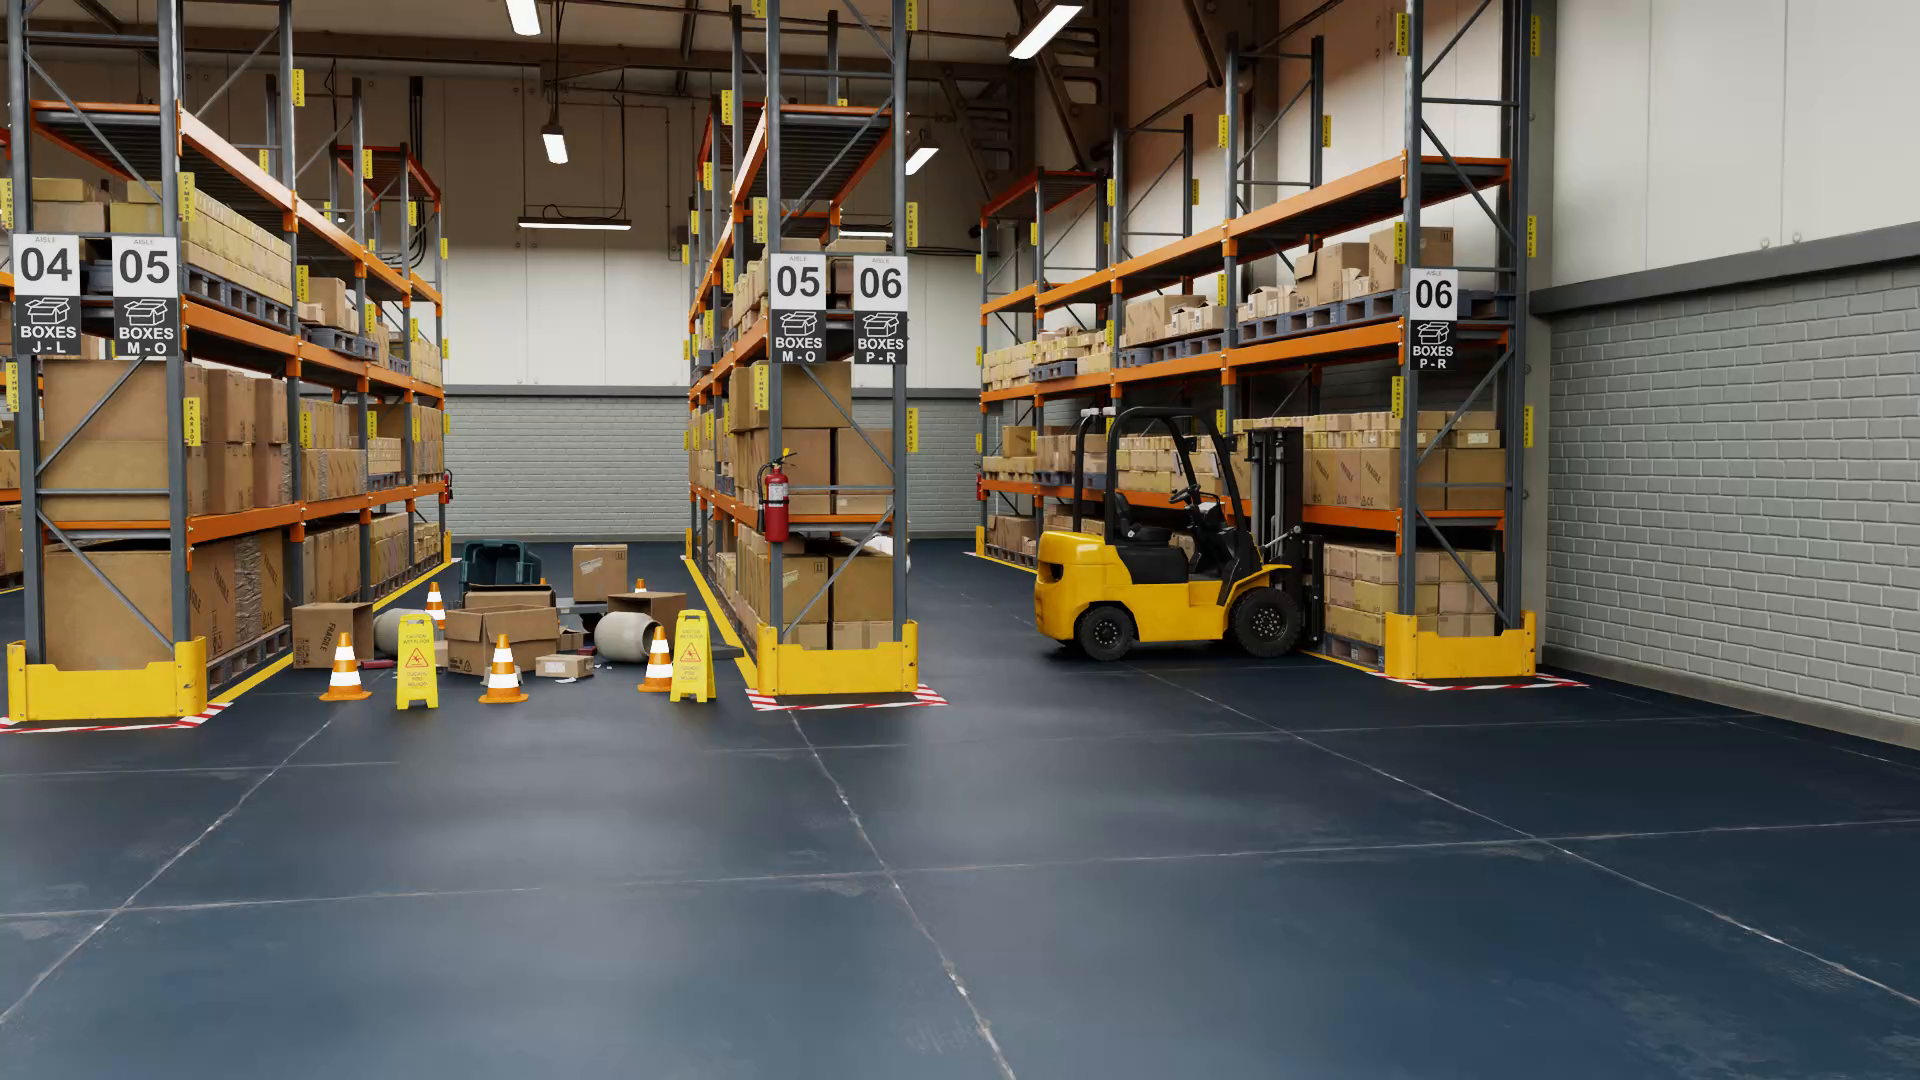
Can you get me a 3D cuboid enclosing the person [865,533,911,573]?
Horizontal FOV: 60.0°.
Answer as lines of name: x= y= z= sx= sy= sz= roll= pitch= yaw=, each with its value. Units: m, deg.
person: x=-0.903 y=0.368 z=19.743 sx=0.533 sy=0.861 sz=0.944 roll=-1 pitch=3 yaw=-14
